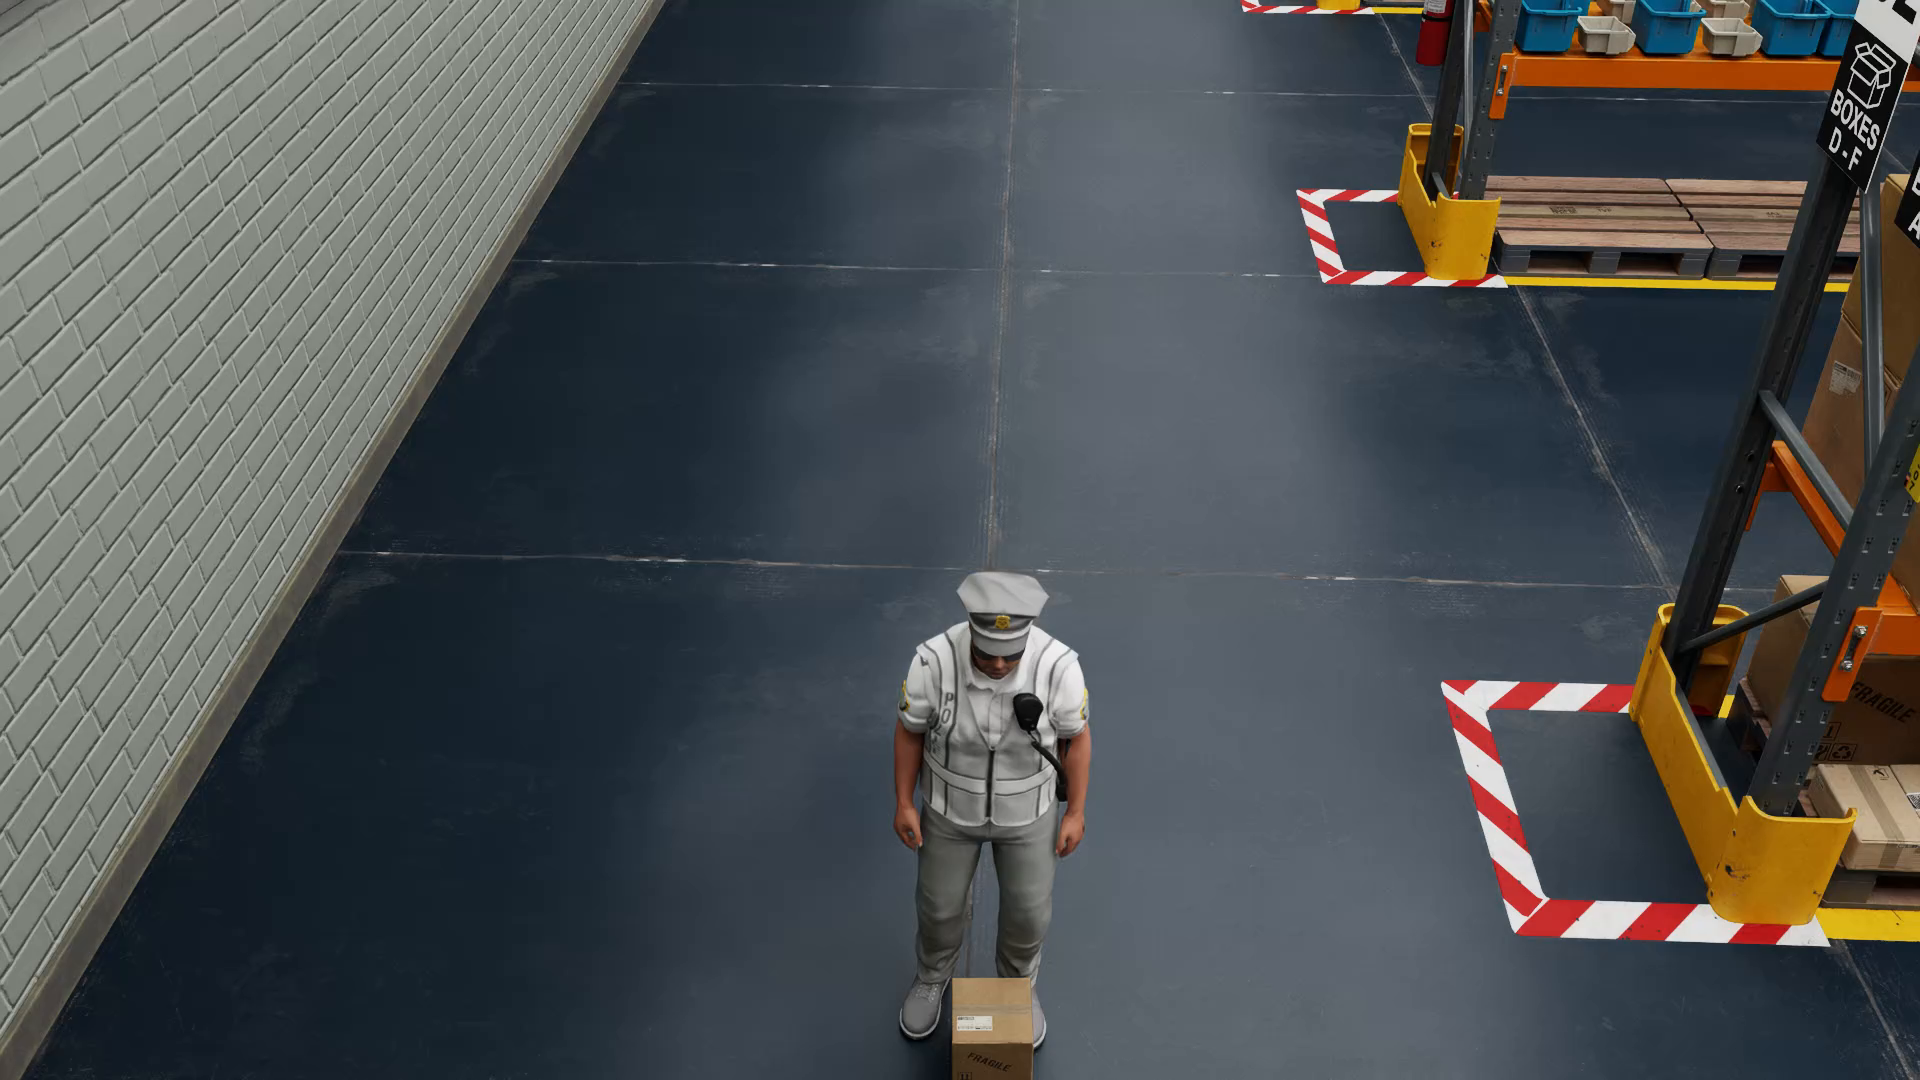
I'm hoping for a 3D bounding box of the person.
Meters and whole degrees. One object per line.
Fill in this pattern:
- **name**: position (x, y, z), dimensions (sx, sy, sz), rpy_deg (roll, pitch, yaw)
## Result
- **person**: position (0.092, 0.799, 5.018), dimensions (0.586, 1.748, 0.468), rpy_deg (2, 35, 2)
